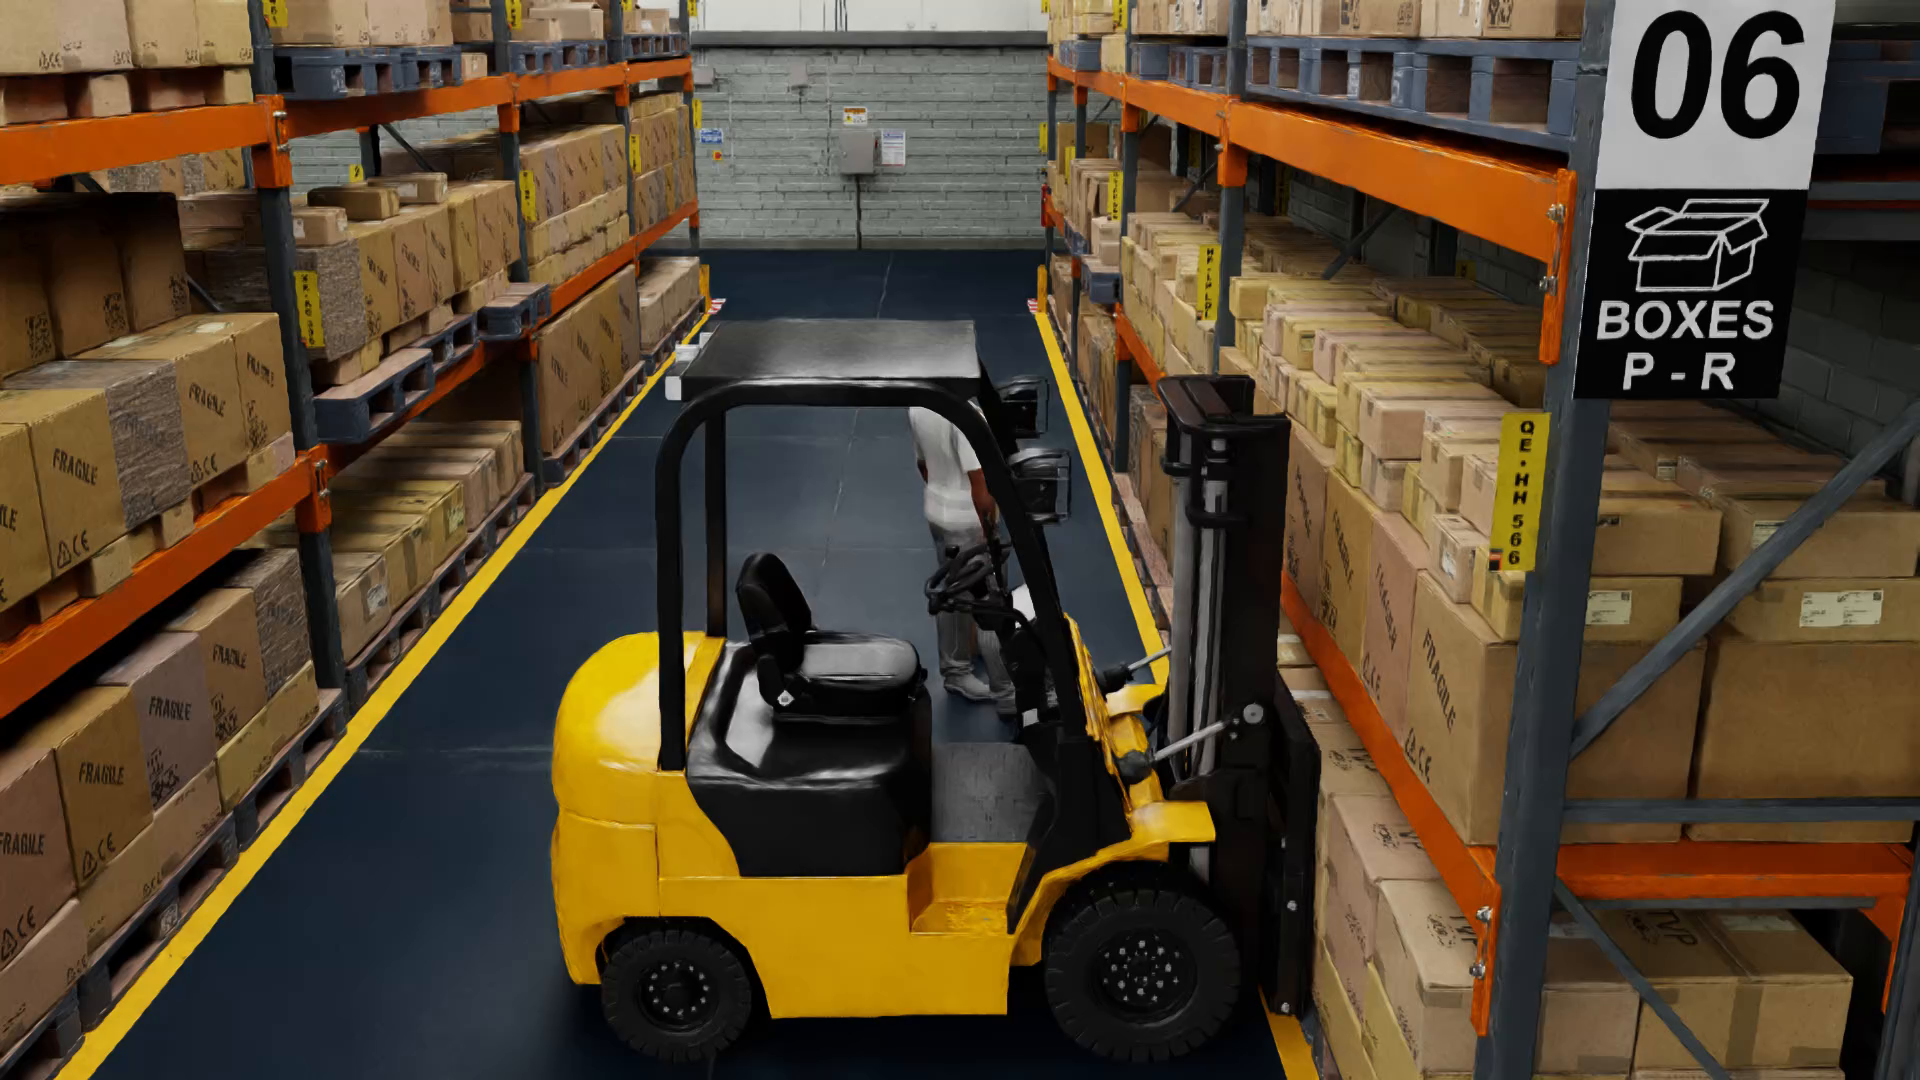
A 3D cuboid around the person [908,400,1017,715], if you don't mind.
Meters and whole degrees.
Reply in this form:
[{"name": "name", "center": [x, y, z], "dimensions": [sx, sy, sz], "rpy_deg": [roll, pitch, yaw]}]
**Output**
[{"name": "person", "center": [0.102, -0.079, 7.756], "dimensions": [0.541, 1.771, 0.685], "rpy_deg": [-7, 18, -23]}]
